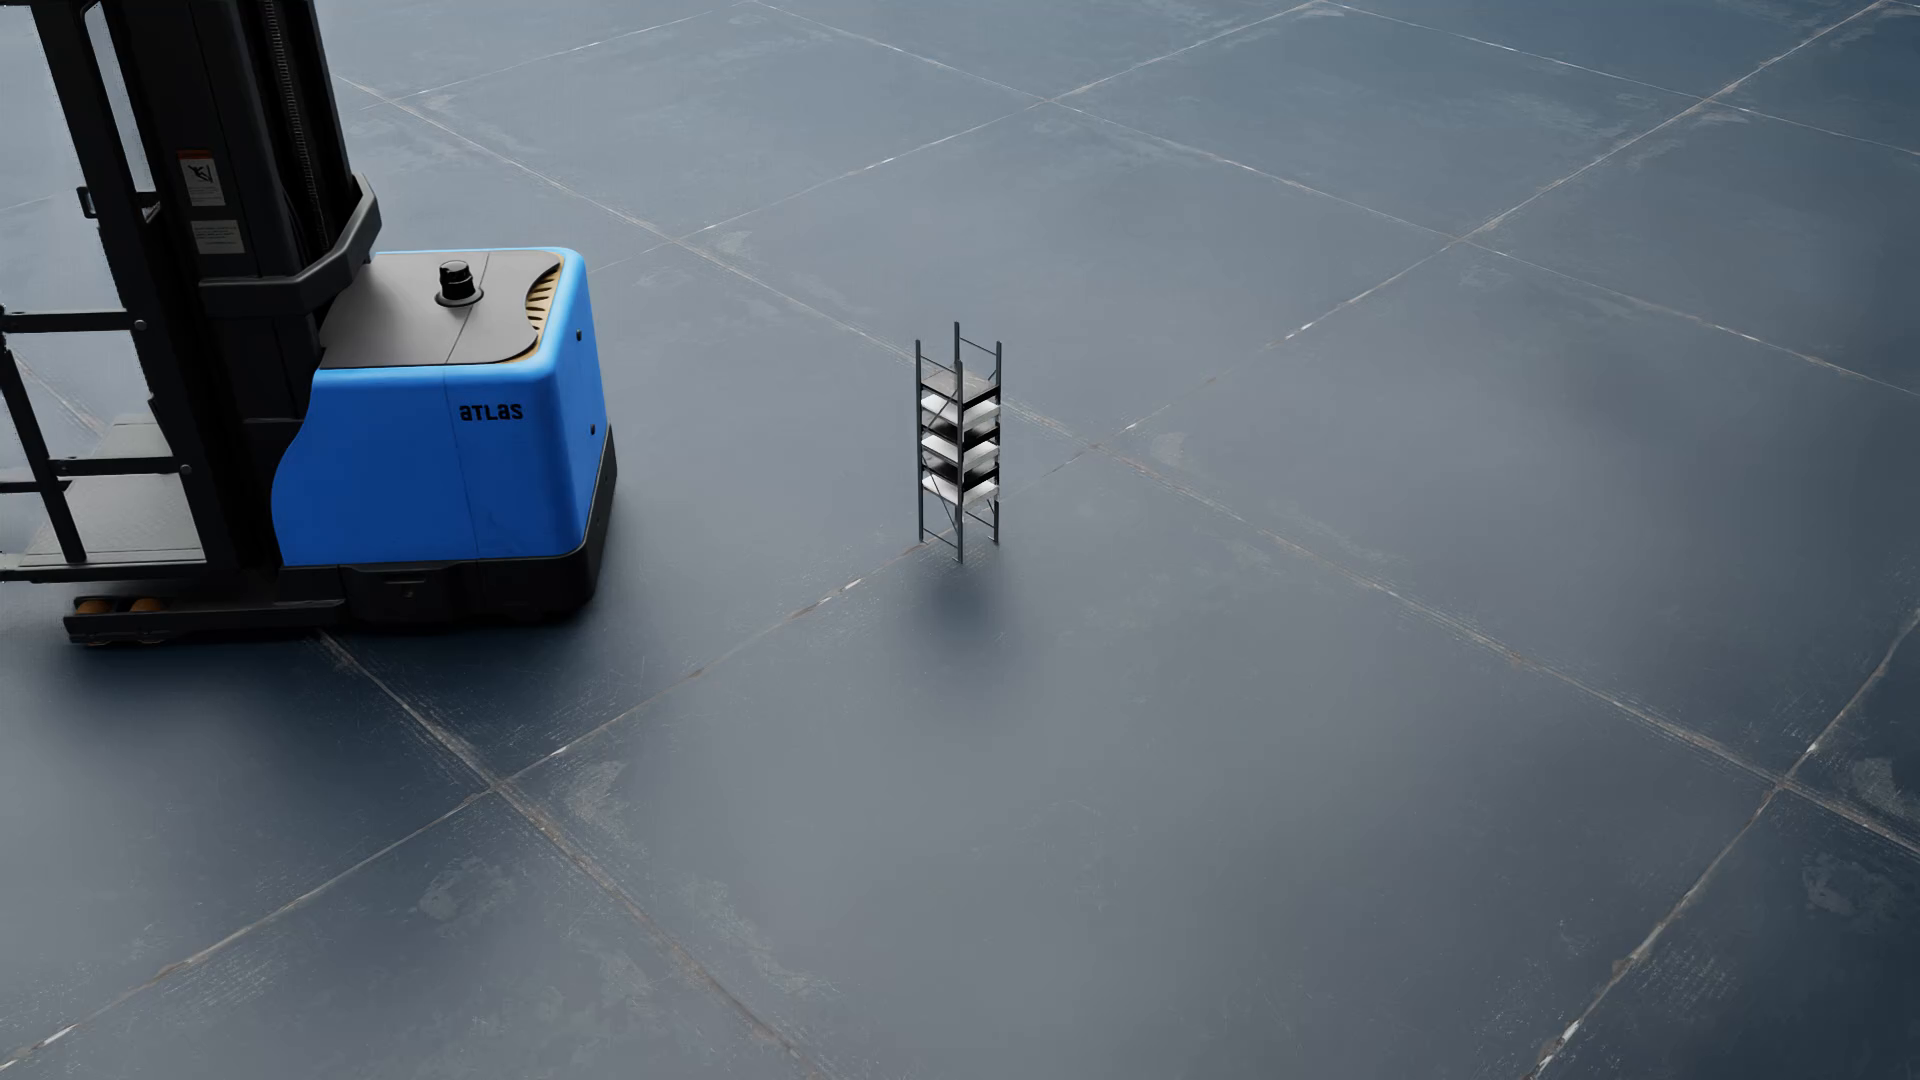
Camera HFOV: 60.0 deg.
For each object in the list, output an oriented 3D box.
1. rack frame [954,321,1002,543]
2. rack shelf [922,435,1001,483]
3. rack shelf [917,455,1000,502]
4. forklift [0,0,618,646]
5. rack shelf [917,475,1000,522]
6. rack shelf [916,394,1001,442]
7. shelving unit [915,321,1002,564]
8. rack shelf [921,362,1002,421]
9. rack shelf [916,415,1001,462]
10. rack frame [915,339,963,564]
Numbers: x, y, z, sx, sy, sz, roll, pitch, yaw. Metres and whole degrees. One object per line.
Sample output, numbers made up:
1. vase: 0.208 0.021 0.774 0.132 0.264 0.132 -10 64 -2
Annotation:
1. rack frame: 0.066 -0.407 6.447 0.240 0.900 0.006 30 45 35
2. rack shelf: -0.006 -0.338 6.407 0.258 0.077 0.200 30 45 35
3. rack shelf: -0.006 -0.265 6.458 0.258 0.077 0.200 30 45 35
4. forklift: -2.911 -1.128 5.705 3.031 2.935 1.130 -2 35 -3
5. rack shelf: -0.006 -0.191 6.510 0.258 0.077 0.200 30 45 35
6. rack shelf: -0.006 -0.486 6.304 0.258 0.077 0.200 30 45 35
7. shelving unit: -0.006 -0.366 6.388 0.258 0.900 0.210 30 45 35
8. rack shelf: -0.006 -0.560 6.252 0.258 0.077 0.200 30 45 35
9. rack shelf: -0.006 -0.412 6.355 0.258 0.077 0.200 30 45 35
10. rack frame: -0.077 -0.325 6.329 0.240 0.900 0.006 30 45 35
